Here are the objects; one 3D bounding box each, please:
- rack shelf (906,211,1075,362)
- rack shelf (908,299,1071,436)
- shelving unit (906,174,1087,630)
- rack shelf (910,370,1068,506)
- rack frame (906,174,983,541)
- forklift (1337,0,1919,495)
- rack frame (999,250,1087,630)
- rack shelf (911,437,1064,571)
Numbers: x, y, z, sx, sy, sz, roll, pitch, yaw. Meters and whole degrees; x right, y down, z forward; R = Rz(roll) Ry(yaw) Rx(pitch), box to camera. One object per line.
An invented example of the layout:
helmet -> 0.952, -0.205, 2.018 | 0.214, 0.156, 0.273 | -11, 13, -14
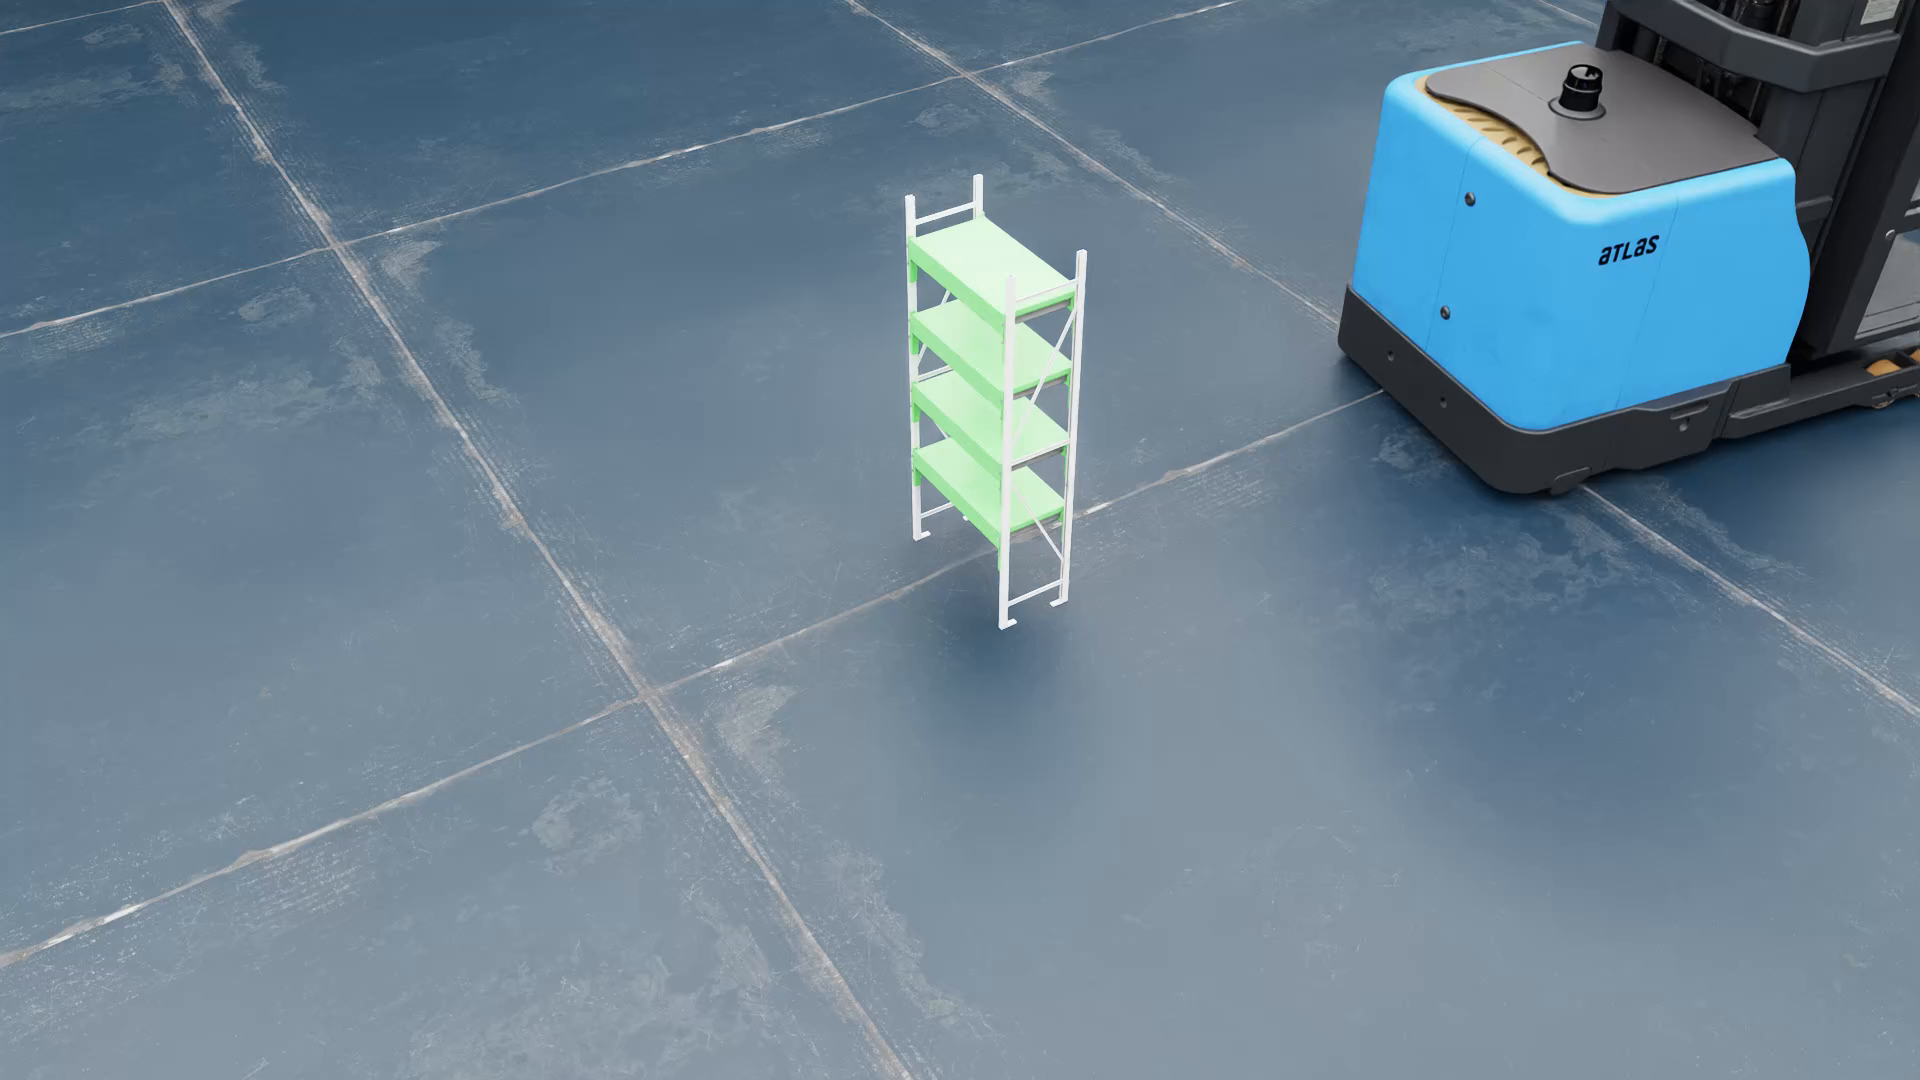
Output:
rack shelf -> 0.089, -0.691, 4.492 | 0.258, 0.148, 0.480 | -22, 45, -24
rack shelf -> 0.089, -0.507, 4.646 | 0.258, 0.148, 0.480 | -22, 45, -24
shelving unit -> 0.089, -0.372, 4.759 | 0.258, 1.200, 0.503 | -22, 45, -24
rack shelf -> 0.089, -0.323, 4.800 | 0.258, 0.148, 0.480 | -22, 45, -24
rack frame -> -0.042, -0.503, 4.917 | 0.240, 1.200, 0.015 | -22, 45, -24
forklift -> 2.926, -1.882, 5.219 | 3.031, 2.935, 1.130 | -15, 42, -17
rack frame -> 0.220, -0.240, 4.601 | 0.240, 1.200, 0.015 | -22, 45, -24
rack shelf -> 0.089, -0.138, 4.953 | 0.258, 0.148, 0.480 | -22, 45, -24
